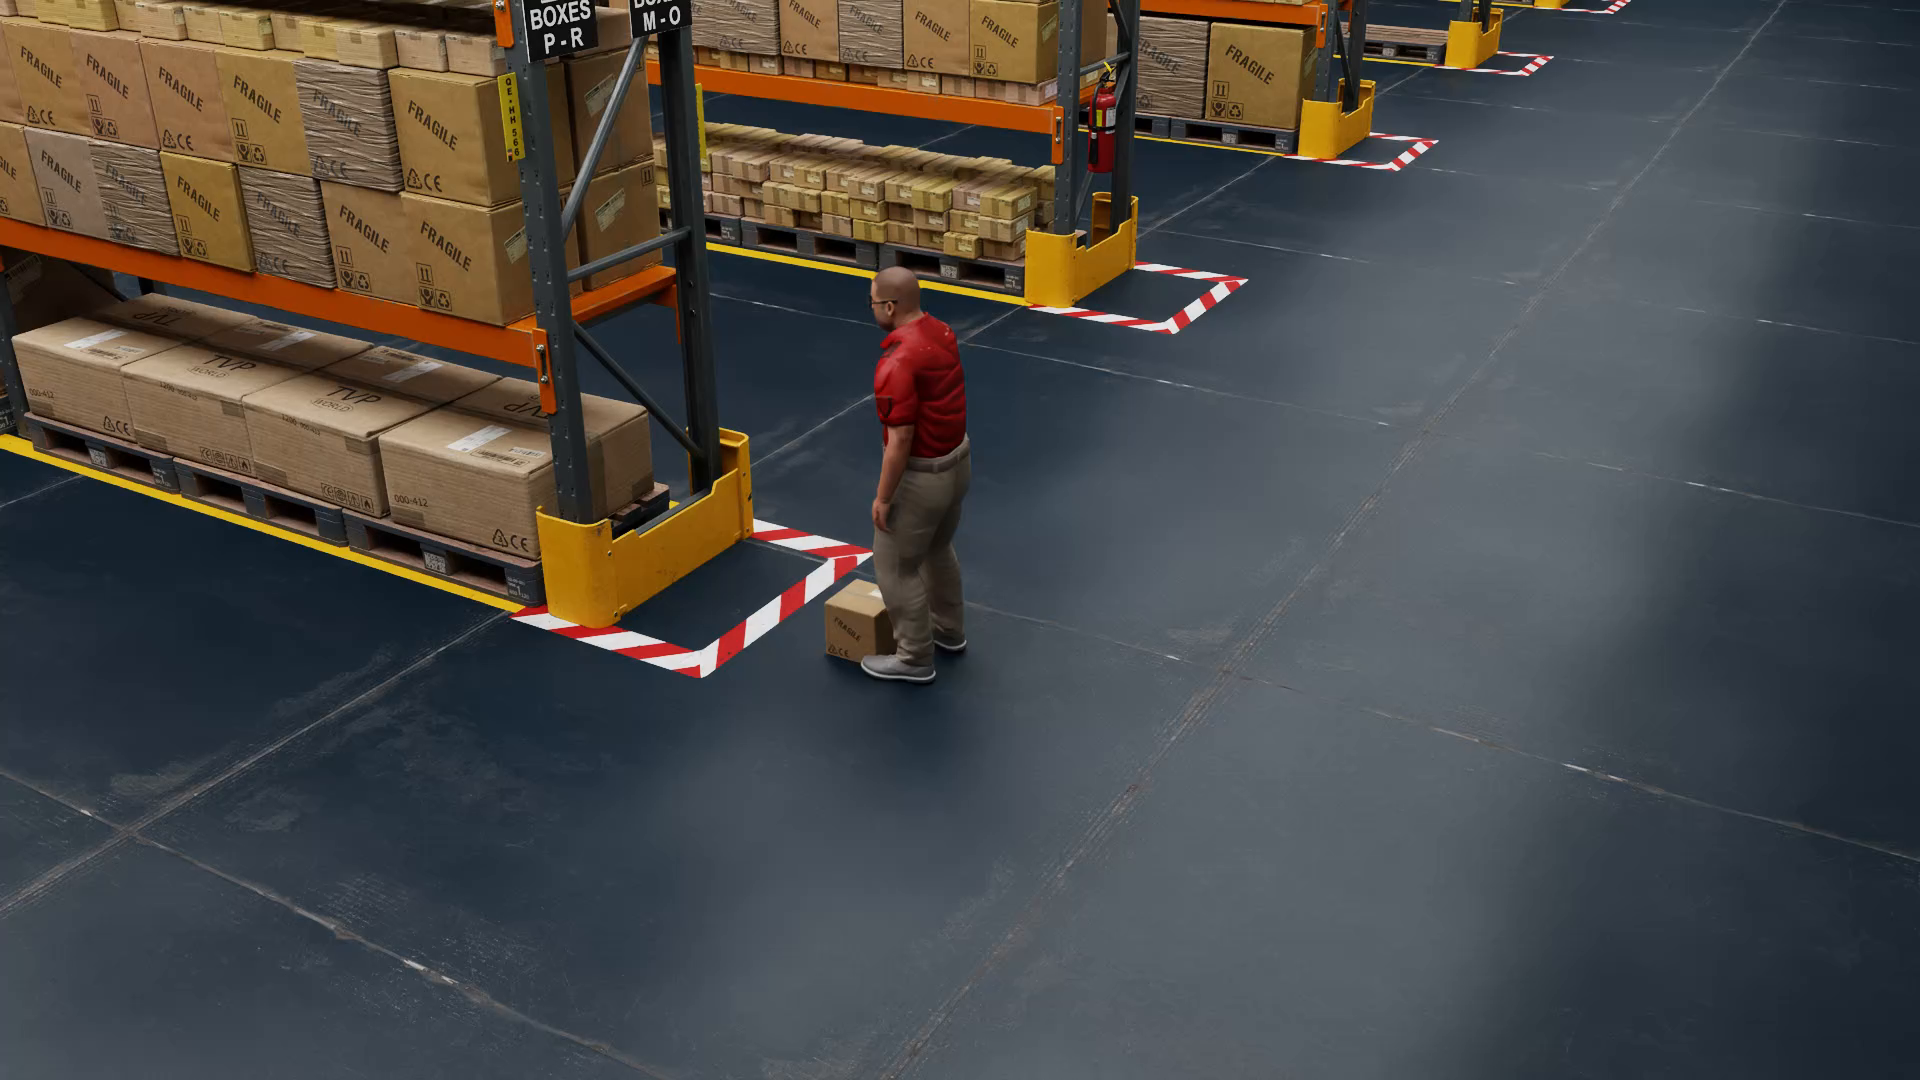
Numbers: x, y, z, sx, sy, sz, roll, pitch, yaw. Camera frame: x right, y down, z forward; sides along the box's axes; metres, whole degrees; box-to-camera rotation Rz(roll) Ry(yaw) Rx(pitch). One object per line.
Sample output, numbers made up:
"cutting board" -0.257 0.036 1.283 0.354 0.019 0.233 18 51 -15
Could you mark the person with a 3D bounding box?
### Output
"person" -0.176 -0.254 6.644 0.393 1.726 0.599 12 29 23
